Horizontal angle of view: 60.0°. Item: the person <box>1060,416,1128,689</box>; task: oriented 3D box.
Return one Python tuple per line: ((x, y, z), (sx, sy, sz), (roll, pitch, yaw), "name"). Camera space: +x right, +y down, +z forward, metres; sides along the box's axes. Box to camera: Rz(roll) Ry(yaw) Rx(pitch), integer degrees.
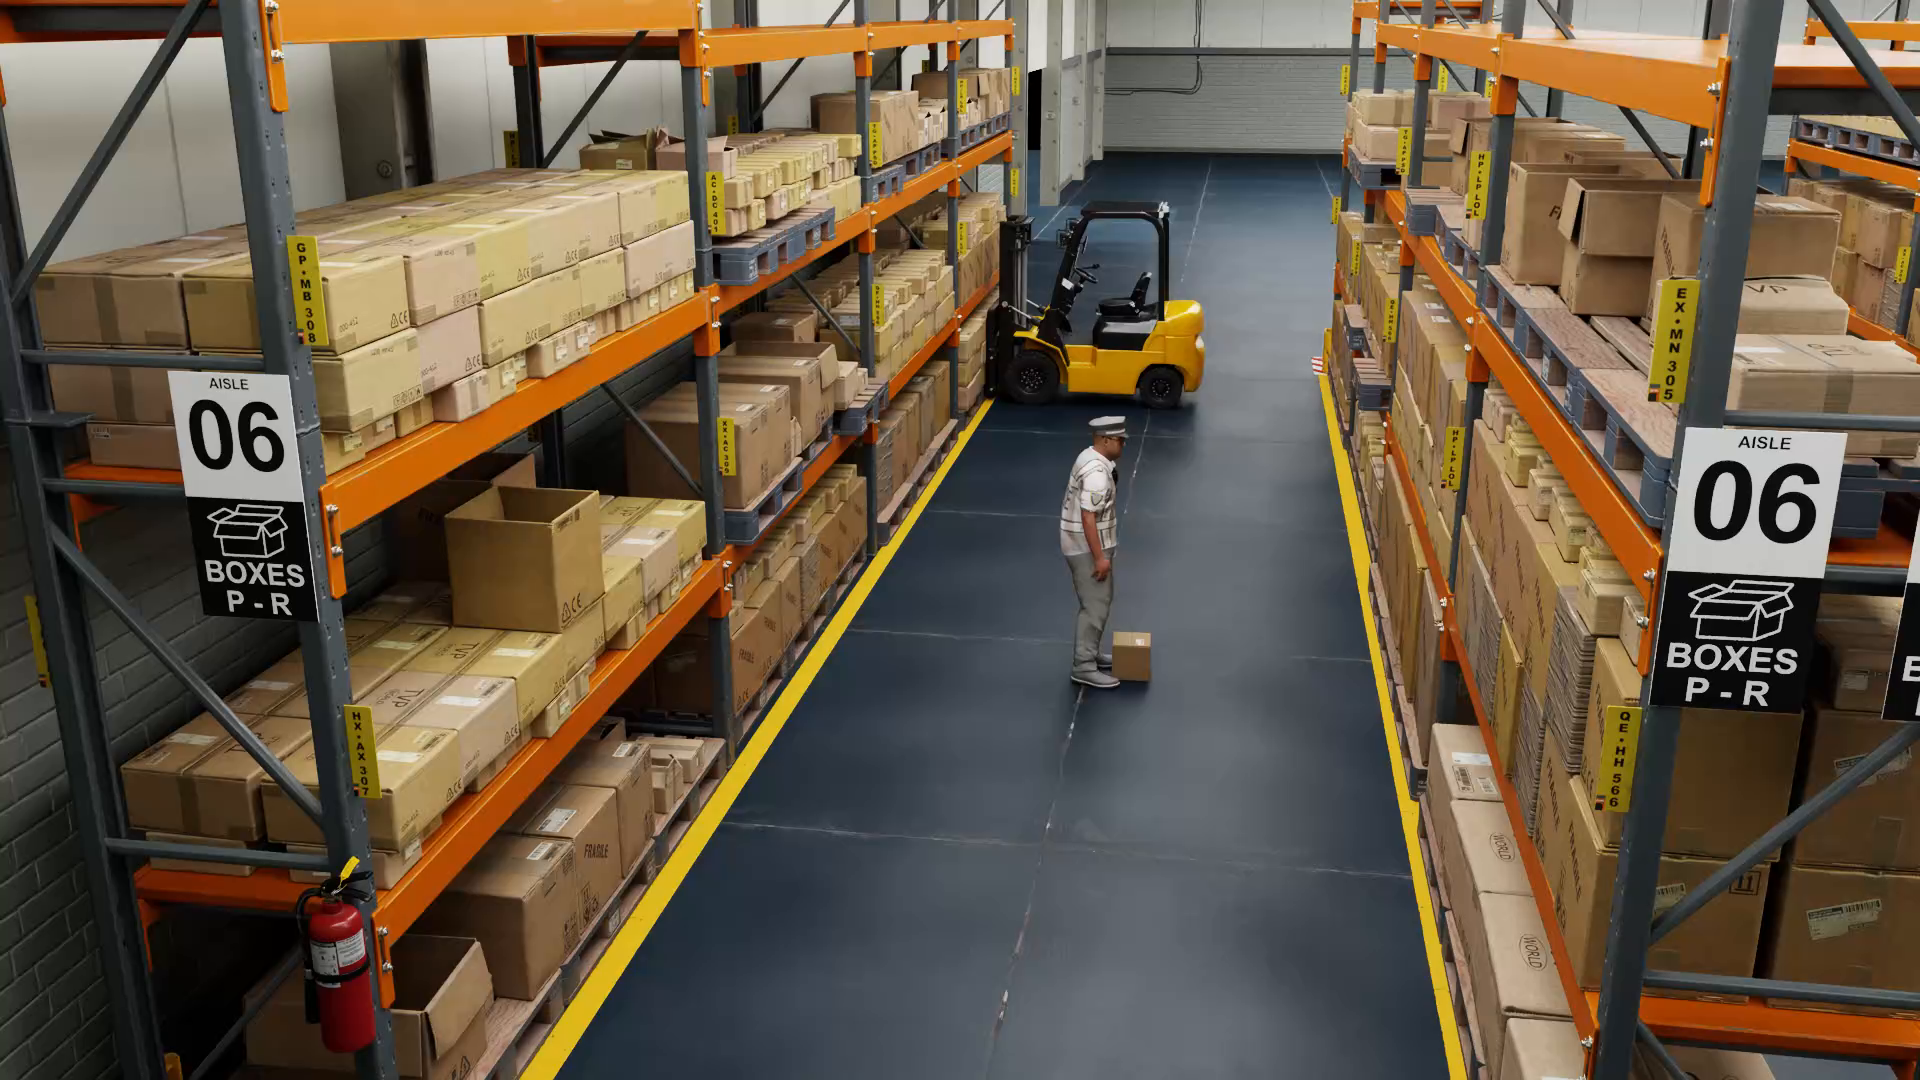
((0.868, 0.048, 10.884), (0.430, 1.751, 0.606), (2, 18, 6), "person")
